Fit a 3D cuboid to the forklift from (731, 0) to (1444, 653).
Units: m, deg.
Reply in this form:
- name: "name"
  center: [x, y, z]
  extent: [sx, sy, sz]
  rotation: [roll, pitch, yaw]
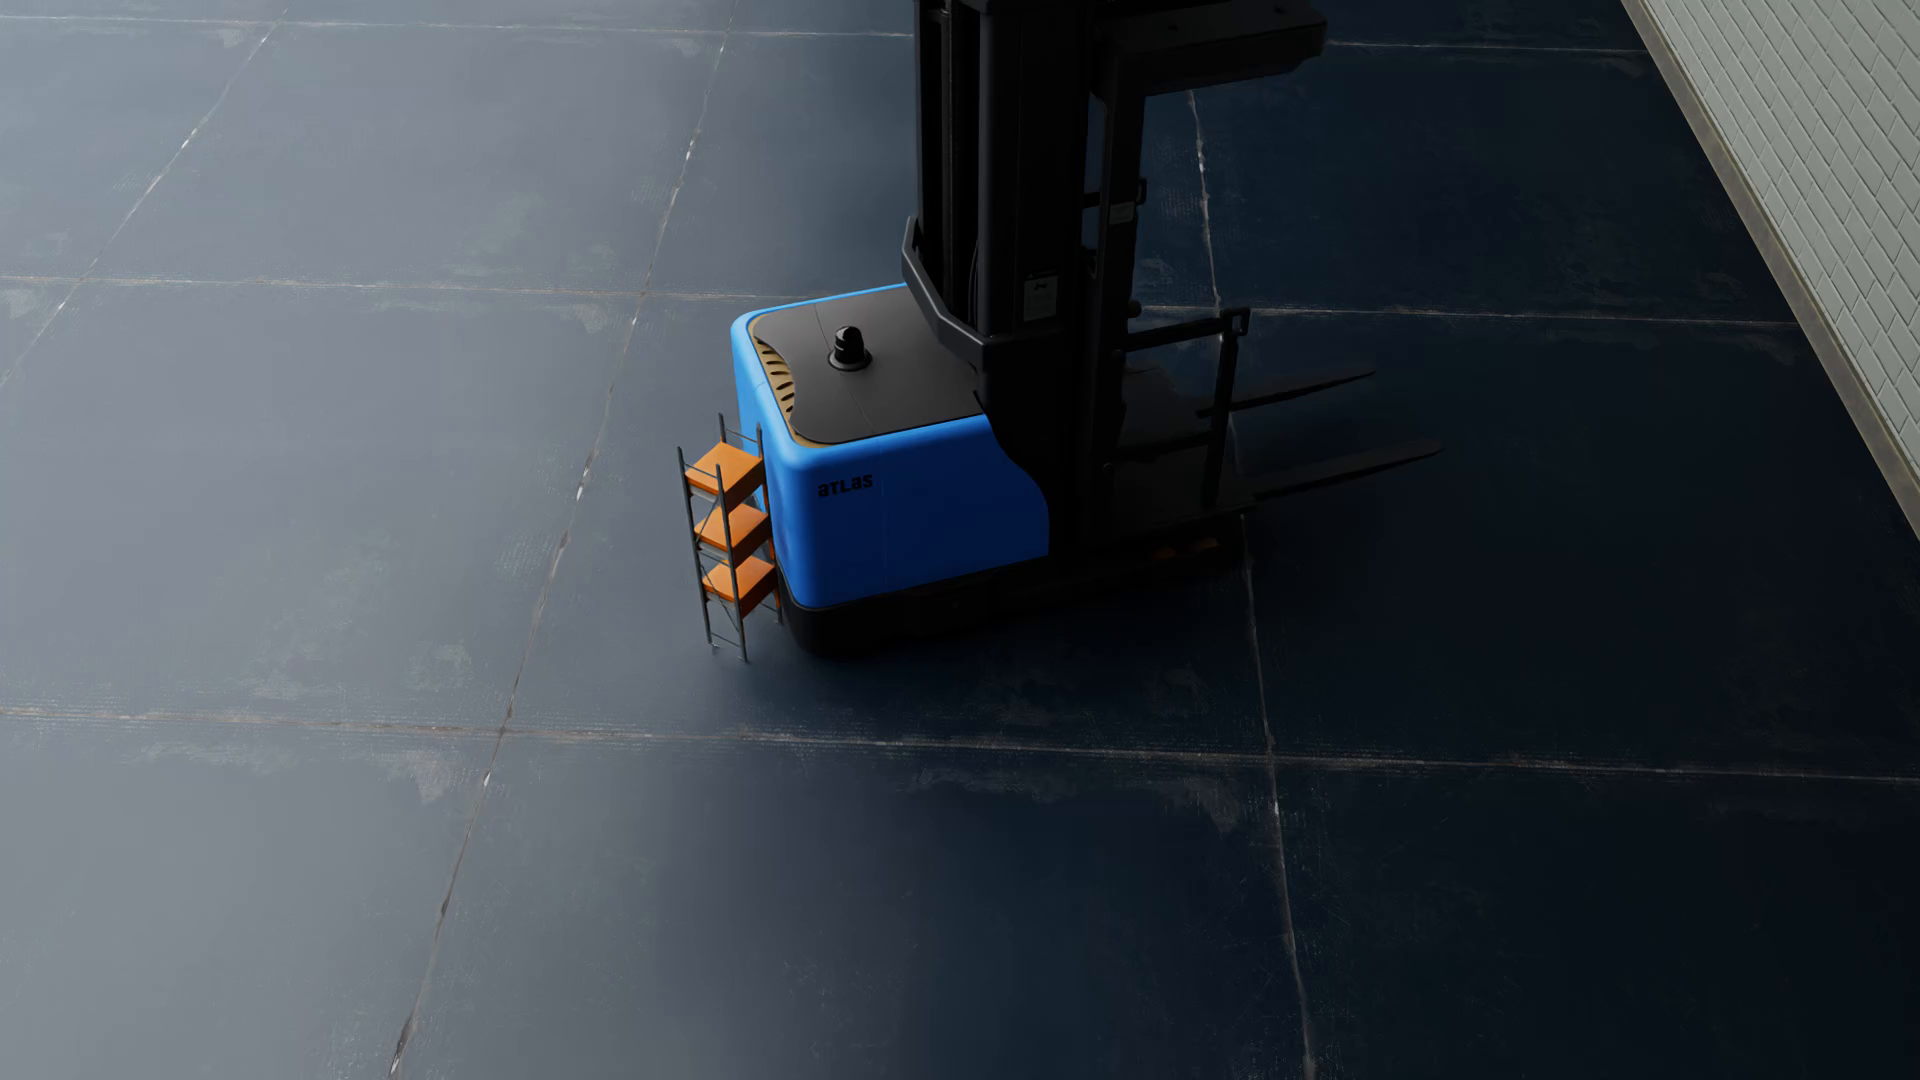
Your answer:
- name: "forklift"
  center: [0.630, -1.210, 6.484]
  extent: [3.031, 2.935, 1.130]
  rotation: [-13, 44, -13]

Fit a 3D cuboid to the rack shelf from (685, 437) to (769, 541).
- name: "rack shelf"
  center: [-0.897, -0.195, 6.372]
  extent: [0.215, 0.259, 0.240]
  rotation: [23, 48, 24]

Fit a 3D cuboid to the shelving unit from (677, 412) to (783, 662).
- name: "shelving unit"
  center: [-0.895, 0.005, 6.557]
  extent: [0.215, 1.050, 0.252]
  rotation: [23, 48, 24]

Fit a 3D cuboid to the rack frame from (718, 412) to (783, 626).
- name: "rack frame"
  center: [-0.829, -0.065, 6.633]
  extent: [0.200, 1.050, 0.008]
  rotation: [23, 48, 24]

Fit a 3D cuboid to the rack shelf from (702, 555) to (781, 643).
- name: "rack shelf"
  center: [-0.892, 0.218, 6.753]
  extent: [0.215, 0.259, 0.240]
  rotation: [23, 48, 24]

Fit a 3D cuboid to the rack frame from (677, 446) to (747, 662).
- name: "rack frame"
  center: [-0.961, 0.075, 6.482]
  extent: [0.200, 1.050, 0.008]
  rotation: [23, 48, 24]

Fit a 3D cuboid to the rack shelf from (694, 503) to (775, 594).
- name: "rack shelf"
  center: [-0.895, 0.013, 6.565]
  extent: [0.215, 0.259, 0.240]
  rotation: [23, 48, 24]
